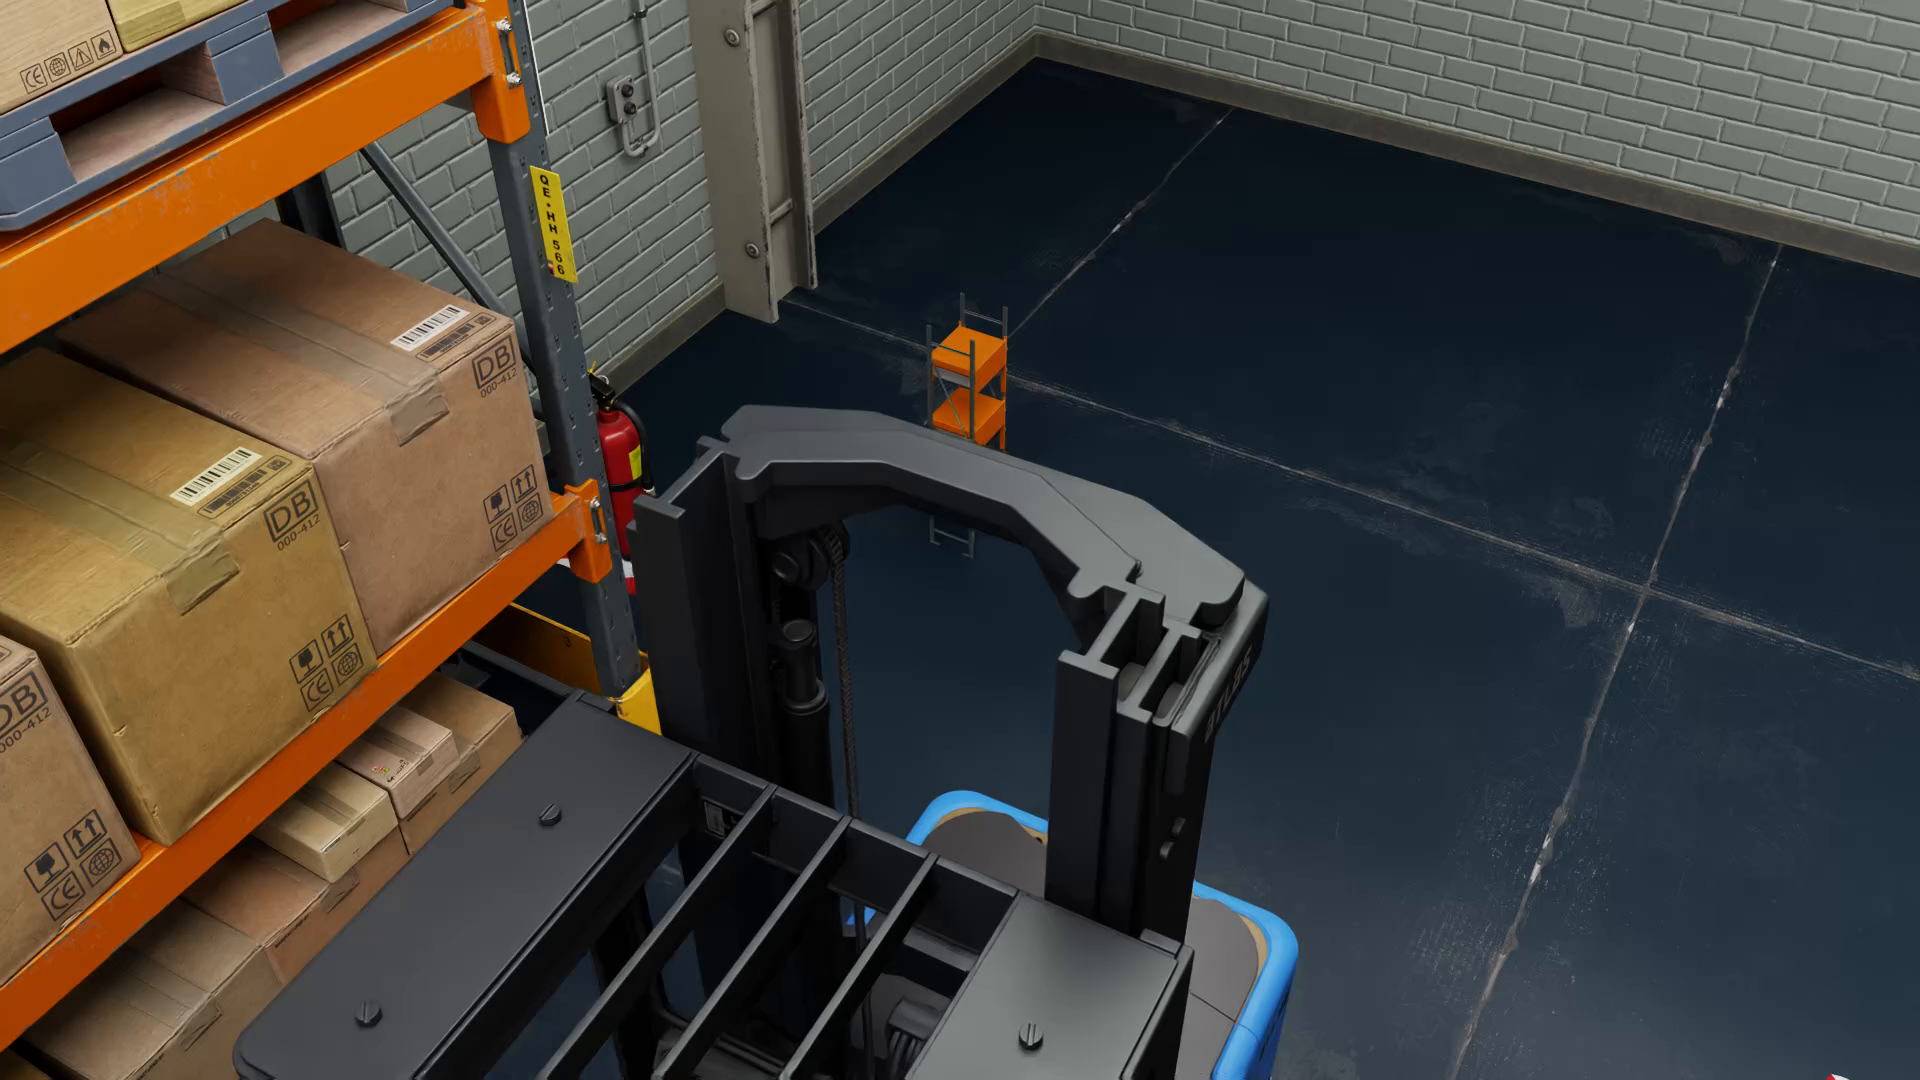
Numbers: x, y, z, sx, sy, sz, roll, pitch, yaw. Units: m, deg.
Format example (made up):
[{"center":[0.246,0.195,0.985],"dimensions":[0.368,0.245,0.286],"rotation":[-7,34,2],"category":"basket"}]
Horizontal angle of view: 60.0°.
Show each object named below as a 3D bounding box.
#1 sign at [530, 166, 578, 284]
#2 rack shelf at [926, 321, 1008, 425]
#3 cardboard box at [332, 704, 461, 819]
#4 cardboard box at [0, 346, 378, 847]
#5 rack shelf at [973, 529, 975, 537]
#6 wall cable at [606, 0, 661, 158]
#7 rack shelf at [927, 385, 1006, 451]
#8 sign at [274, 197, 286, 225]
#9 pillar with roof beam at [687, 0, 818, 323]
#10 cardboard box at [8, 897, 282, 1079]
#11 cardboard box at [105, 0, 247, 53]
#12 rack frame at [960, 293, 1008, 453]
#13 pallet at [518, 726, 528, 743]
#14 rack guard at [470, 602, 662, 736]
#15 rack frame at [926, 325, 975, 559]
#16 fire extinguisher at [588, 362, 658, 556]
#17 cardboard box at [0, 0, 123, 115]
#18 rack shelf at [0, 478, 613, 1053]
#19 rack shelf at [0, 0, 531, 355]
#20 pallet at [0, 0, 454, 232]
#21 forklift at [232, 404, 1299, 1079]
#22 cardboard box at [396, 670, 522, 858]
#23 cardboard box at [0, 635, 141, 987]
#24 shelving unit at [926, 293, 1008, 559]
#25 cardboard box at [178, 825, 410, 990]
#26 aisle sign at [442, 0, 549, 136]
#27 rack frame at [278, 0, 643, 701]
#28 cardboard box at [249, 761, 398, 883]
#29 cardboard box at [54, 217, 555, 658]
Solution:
[{"center":[-1.066,-0.824,4.361],"dimensions":[0.100,0.325,0.005],"rotation":[21,45,22],"category":"sign"},{"center":[0.027,-0.630,6.257],"dimensions":[0.215,0.259,0.240],"rotation":[21,45,22],"category":"rack shelf"},{"center":[-1.699,0.616,4.863],"dimensions":[0.380,0.149,0.250],"rotation":[20,45,22],"category":"cardboard box"},{"center":[-2.130,0.114,4.123],"dimensions":[0.980,0.700,0.700],"rotation":[21,45,22],"category":"cardboard box"},{"center":[0.027,-0.208,6.628],"dimensions":[0.215,0.259,0.240],"rotation":[21,45,22],"category":"rack shelf"},{"center":[-1.707,-1.915,5.886],"dimensions":[0.084,1.984,1.851],"rotation":[21,45,22],"category":"wall cable"},{"center":[0.027,-0.417,6.445],"dimensions":[0.215,0.259,0.240],"rotation":[21,45,22],"category":"rack shelf"},{"center":[-2.007,-1.030,4.935],"dimensions":[0.100,0.325,0.005],"rotation":[21,45,22],"category":"sign"},{"center":[2.800,-3.147,3.514],"dimensions":[9.100,9.000,0.400],"rotation":[21,45,22],"category":"pillar with roof beam"},{"center":[-2.294,1.300,4.577],"dimensions":[0.700,0.500,0.500],"rotation":[19,45,21],"category":"cardboard box"},{"center":[-1.666,-1.246,3.345],"dimensions":[0.500,0.250,0.500],"rotation":[22,46,23],"category":"cardboard box"},{"center":[0.088,-0.494,6.517],"dimensions":[0.200,1.050,0.008],"rotation":[21,45,22],"category":"rack frame"},{"center":[-1.861,1.042,5.407],"dimensions":[1.003,0.211,1.213],"rotation":[21,45,22],"category":"pallet"},{"center":[-1.517,0.436,5.876],"dimensions":[1.175,0.500,0.348],"rotation":[21,45,22],"category":"rack guard"},{"center":[-0.034,-0.355,6.359],"dimensions":[0.200,1.050,0.008],"rotation":[21,45,22],"category":"rack frame"},{"center":[-1.054,-0.253,5.108],"dimensions":[0.296,0.674,0.183],"rotation":[21,45,22],"category":"fire extinguisher"},{"center":[-1.925,-0.948,3.007],"dimensions":[0.500,0.250,0.500],"rotation":[19,45,21],"category":"cardboard box"},{"center":[-2.530,0.926,3.973],"dimensions":[1.077,0.370,4.000],"rotation":[21,45,22],"category":"rack shelf"},{"center":[-2.530,-0.199,2.981],"dimensions":[1.077,0.370,4.000],"rotation":[21,45,22],"category":"rack shelf"},{"center":[-1.891,-1.153,3.587],"dimensions":[1.003,0.211,1.213],"rotation":[21,45,22],"category":"pallet"},{"center":[-0.292,1.355,2.993],"dimensions":[1.130,2.935,3.031],"rotation":[19,45,21],"category":"forklift"},{"center":[-1.793,0.726,5.229],"dimensions":[0.700,0.500,0.500],"rotation":[21,45,22],"category":"cardboard box"},{"center":[-2.520,0.548,3.631],"dimensions":[0.980,0.700,0.700],"rotation":[19,45,20],"category":"cardboard box"},{"center":[0.027,-0.425,6.438],"dimensions":[0.215,1.050,0.252],"rotation":[21,45,22],"category":"shelving unit"},{"center":[-2.043,1.012,4.904],"dimensions":[0.700,0.500,0.500],"rotation":[21,45,22],"category":"cardboard box"},{"center":[-1.233,-1.406,4.109],"dimensions":[0.394,0.787,0.004],"rotation":[21,45,22],"category":"aisle sign"},{"center":[-1.529,-0.488,5.035],"dimensions":[1.000,3.000,0.127],"rotation":[21,45,22],"category":"rack frame"},{"center":[-1.827,0.763,4.697],"dimensions":[0.380,0.149,0.250],"rotation":[22,46,23],"category":"cardboard box"},{"center":[-1.776,-0.305,4.600],"dimensions":[0.980,0.700,0.700],"rotation":[23,46,24],"category":"cardboard box"}]
